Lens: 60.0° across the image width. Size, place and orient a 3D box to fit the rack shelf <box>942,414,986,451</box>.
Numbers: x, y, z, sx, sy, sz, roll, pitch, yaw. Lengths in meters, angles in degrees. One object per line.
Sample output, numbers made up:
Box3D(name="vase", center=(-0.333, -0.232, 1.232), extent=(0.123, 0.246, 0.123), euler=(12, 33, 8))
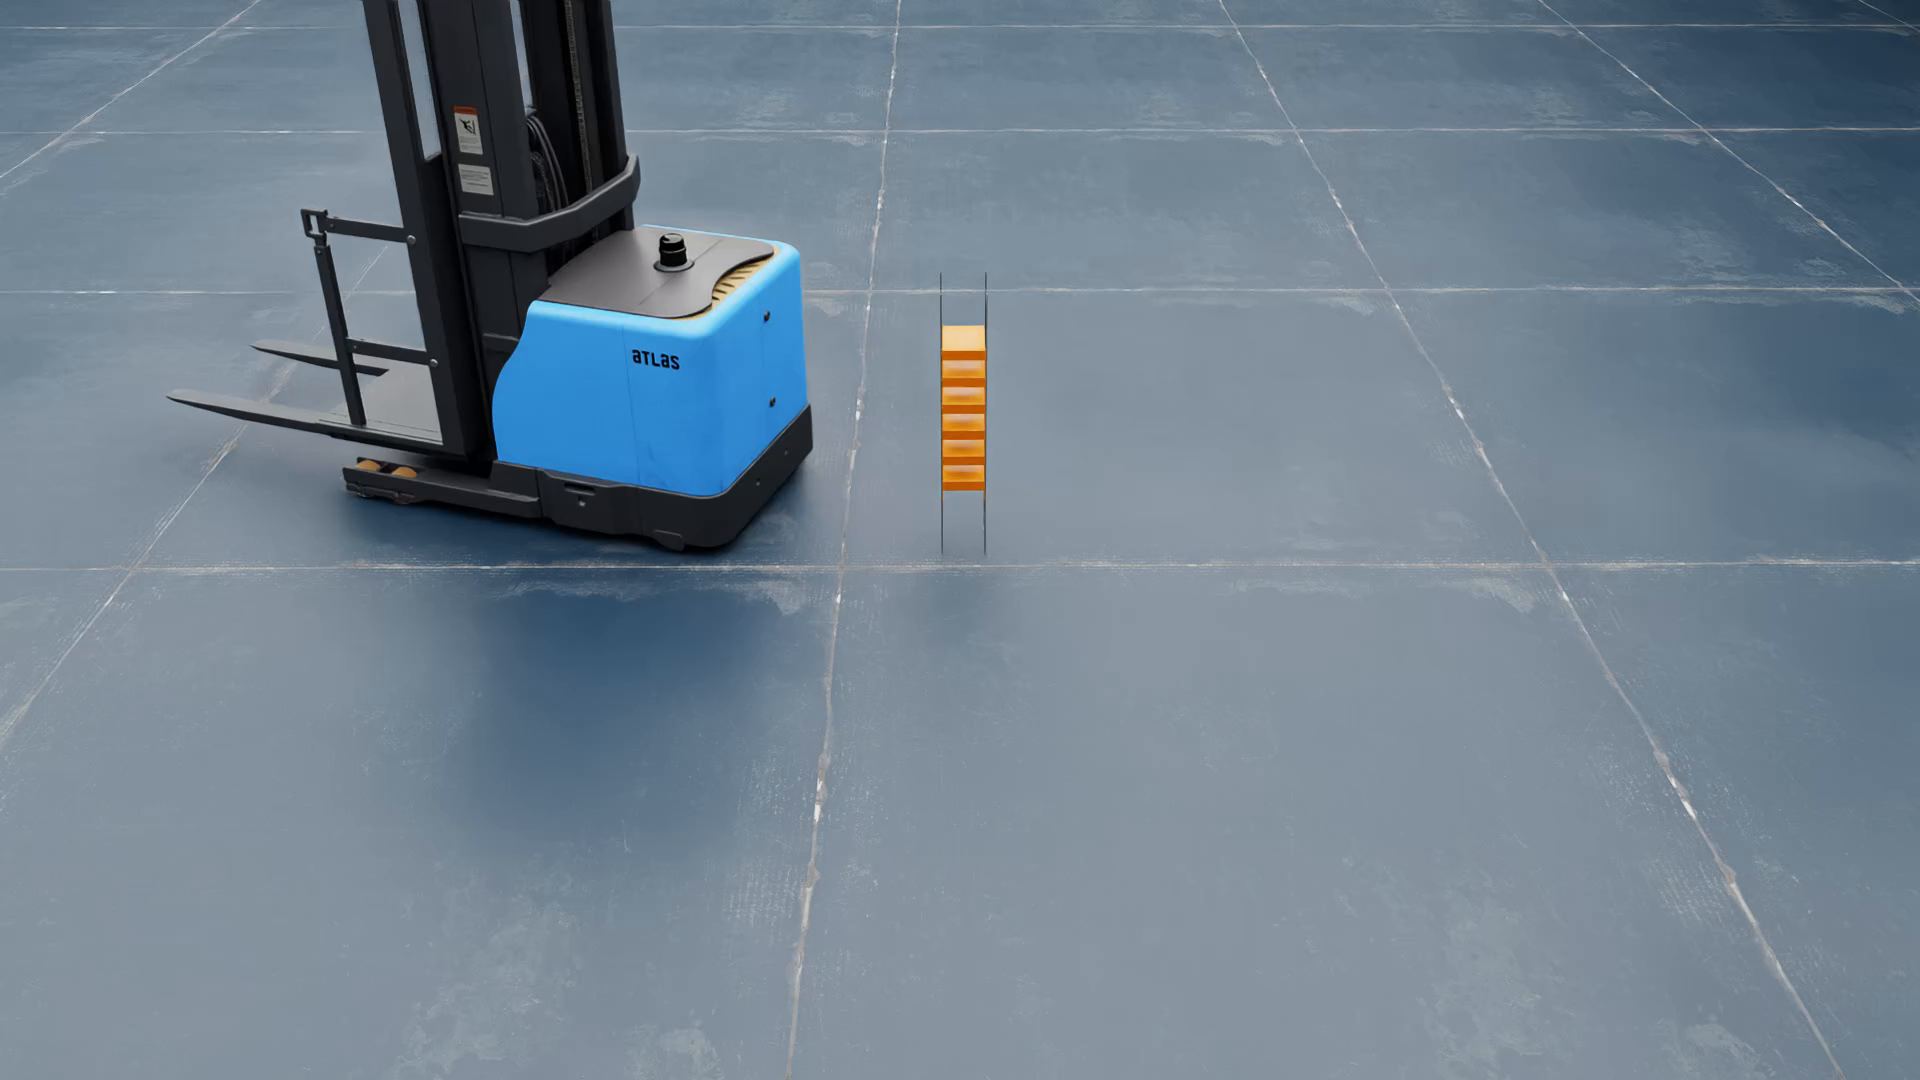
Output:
Box3D(name="rack shelf", center=(0.014, -0.475, 6.962), extent=(0.180, 0.103, 0.258), euler=(0, 31, 0))

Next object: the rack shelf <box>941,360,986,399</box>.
Box3D(name="rack shelf", center=(0.014, -0.680, 6.837), extent=(0.180, 0.103, 0.258), euler=(0, 31, 0))

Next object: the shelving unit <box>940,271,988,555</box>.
Box3D(name="shelving unit", center=(0.014, -0.513, 6.939), extent=(0.189, 1.200, 0.258), euler=(0, 31, 0))

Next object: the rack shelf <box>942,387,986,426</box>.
Box3D(name="rack shelf", center=(0.014, -0.578, 6.900), extent=(0.180, 0.103, 0.258), euler=(0, 31, 0))

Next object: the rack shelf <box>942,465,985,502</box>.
Box3D(name="rack shelf", center=(0.014, -0.270, 7.086), extent=(0.180, 0.103, 0.258), euler=(0, 31, 0))

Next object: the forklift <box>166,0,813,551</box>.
Box3D(name="forklift", center=(-2.265, -1.660, 7.160), extent=(3.031, 2.935, 1.130), euler=(10, 33, 16))

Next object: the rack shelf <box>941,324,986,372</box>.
Box3D(name="rack shelf", center=(0.014, -0.783, 6.775), extent=(0.180, 0.103, 0.258), euler=(0, 31, 0))

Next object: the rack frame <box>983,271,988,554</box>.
Box3D(name="rack frame", center=(0.106, -0.513, 6.939), extent=(0.006, 1.200, 0.240), euler=(0, 31, 0))

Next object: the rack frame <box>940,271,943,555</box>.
Box3D(name="rack frame", center=(-0.077, -0.513, 6.938), extent=(0.006, 1.200, 0.240), euler=(0, 31, 0))

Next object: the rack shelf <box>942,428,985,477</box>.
Box3D(name="rack shelf", center=(0.014, -0.372, 7.024), extent=(0.180, 0.103, 0.258), euler=(0, 31, 0))
